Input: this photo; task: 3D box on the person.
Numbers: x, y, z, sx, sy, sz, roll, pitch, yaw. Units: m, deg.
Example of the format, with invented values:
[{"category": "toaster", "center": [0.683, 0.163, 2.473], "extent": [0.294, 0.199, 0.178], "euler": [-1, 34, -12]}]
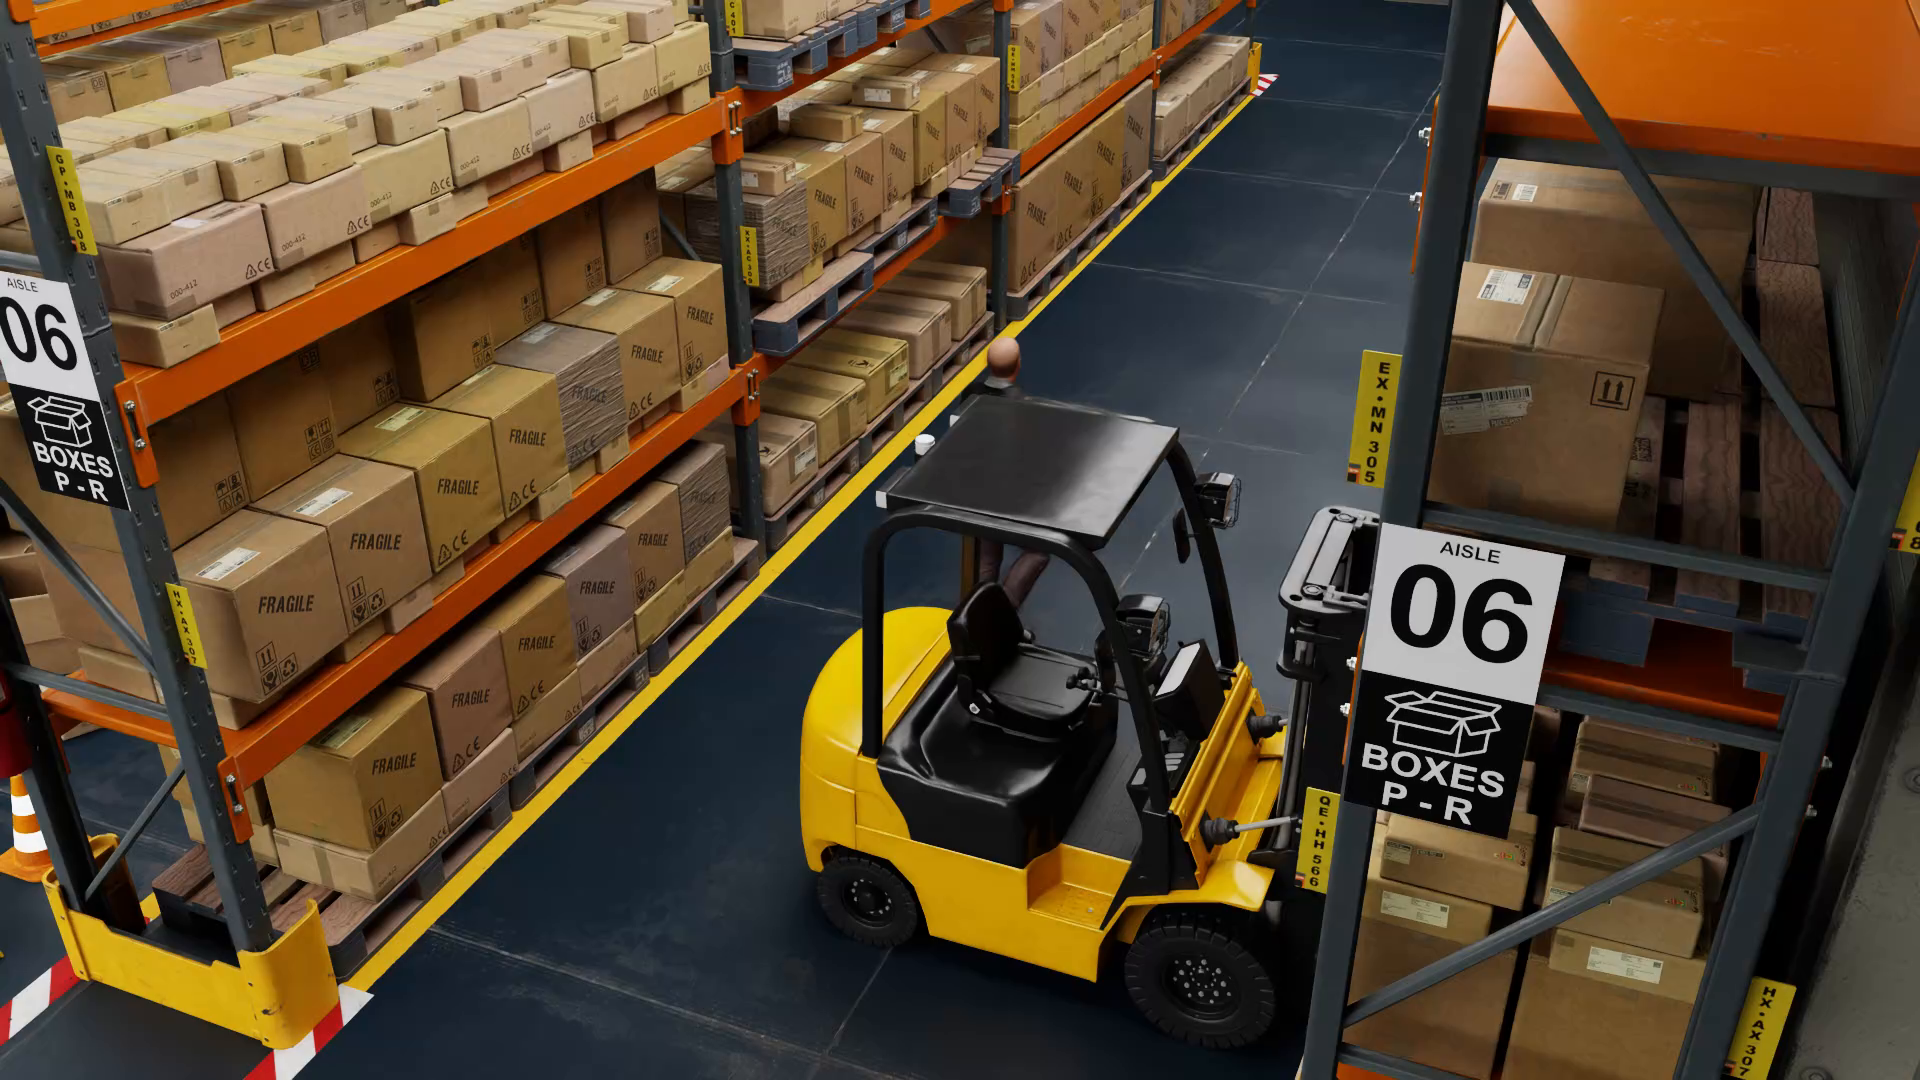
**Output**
[{"category": "person", "center": [0.199, -0.234, 8.817], "extent": [0.576, 1.713, 0.480], "euler": [20, 35, 32]}]
